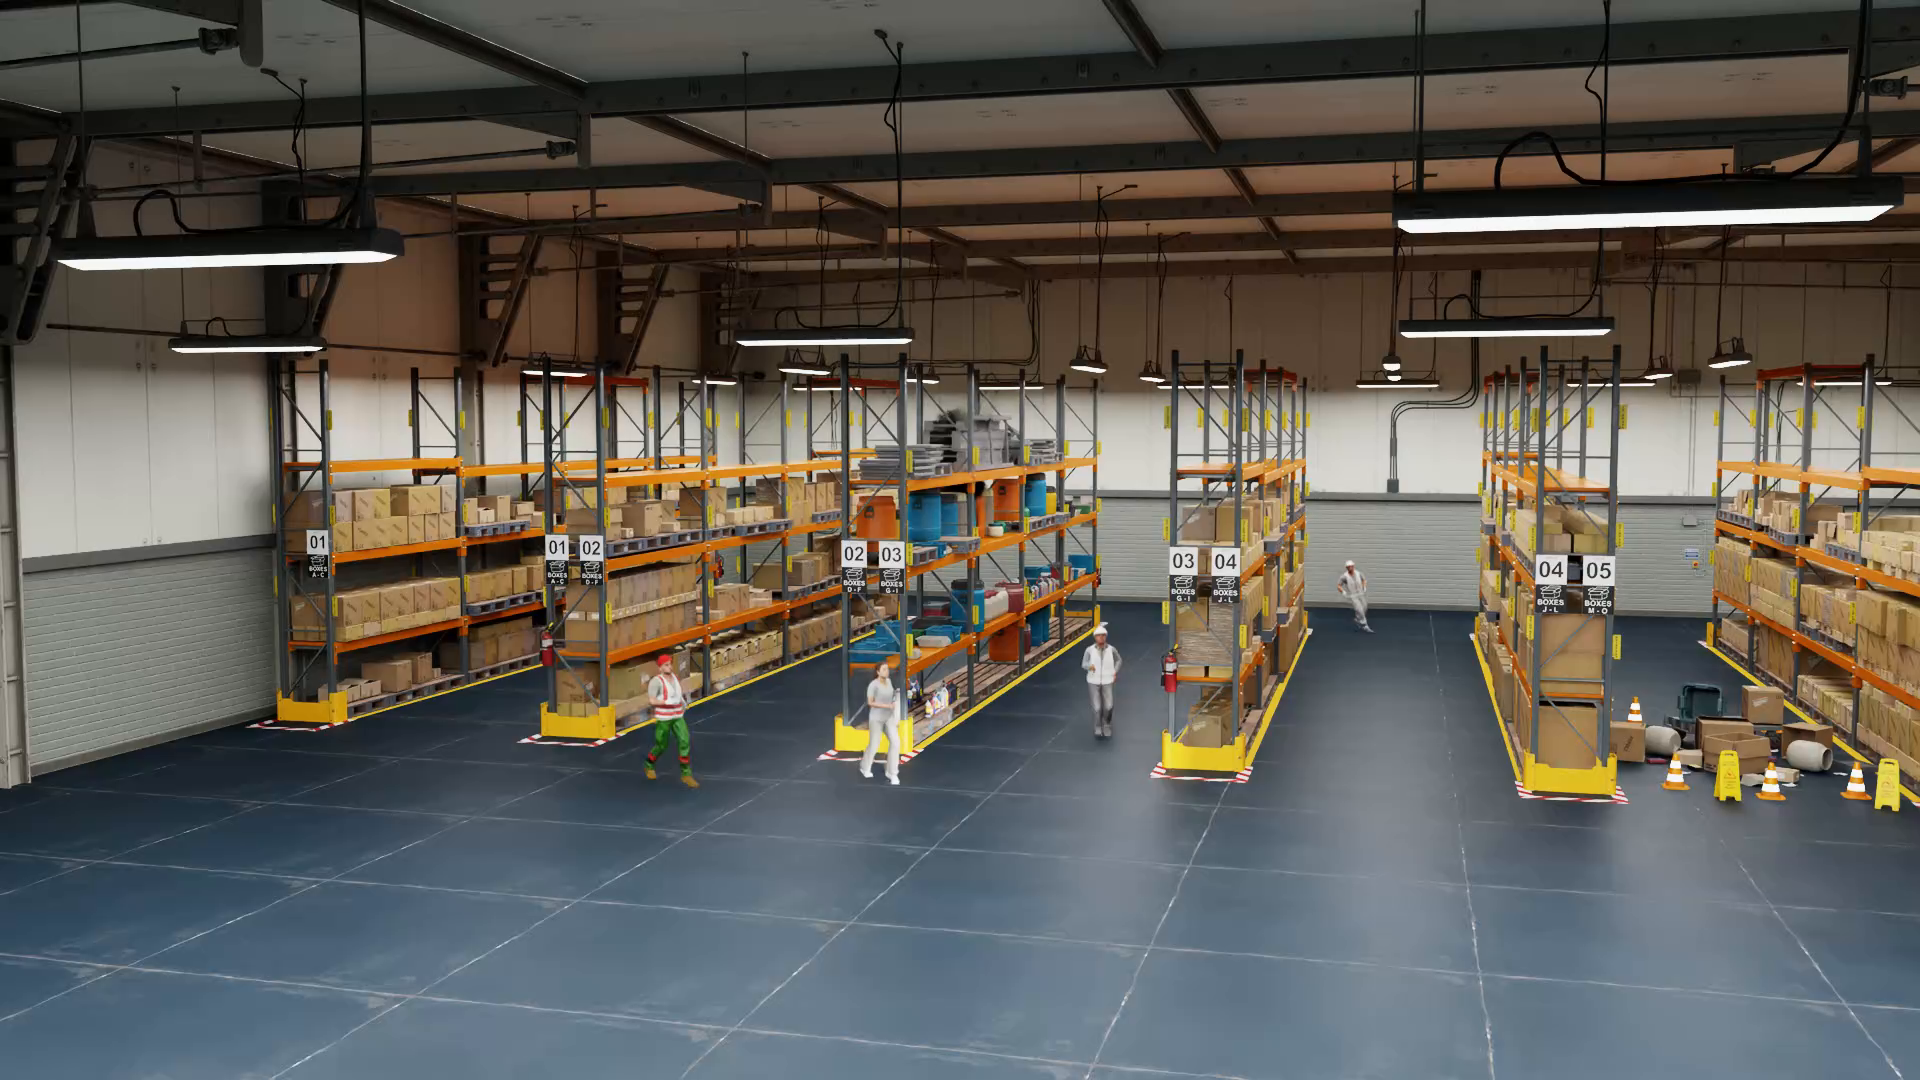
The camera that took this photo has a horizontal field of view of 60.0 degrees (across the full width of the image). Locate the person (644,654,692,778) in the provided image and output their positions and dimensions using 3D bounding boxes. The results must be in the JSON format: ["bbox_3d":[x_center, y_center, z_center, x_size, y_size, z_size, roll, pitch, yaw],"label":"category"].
[{"bbox_3d":[-4.004,2.407,22.837,0.668,1.686,0.835,-4,6,-45],"label":"person"}]

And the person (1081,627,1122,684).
[{"bbox_3d":[2.228,1.809,26.063,0.642,0.880,0.630,0,4,3],"label":"person"}]

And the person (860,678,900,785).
[{"bbox_3d":[-1.120,2.642,23.001,0.534,1.487,0.701,-4,6,-42],"label":"person"}]

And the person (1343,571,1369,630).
[{"bbox_3d":[9.297,1.416,39.283,0.706,1.422,0.693,-1,4,-17],"label":"person"}]
